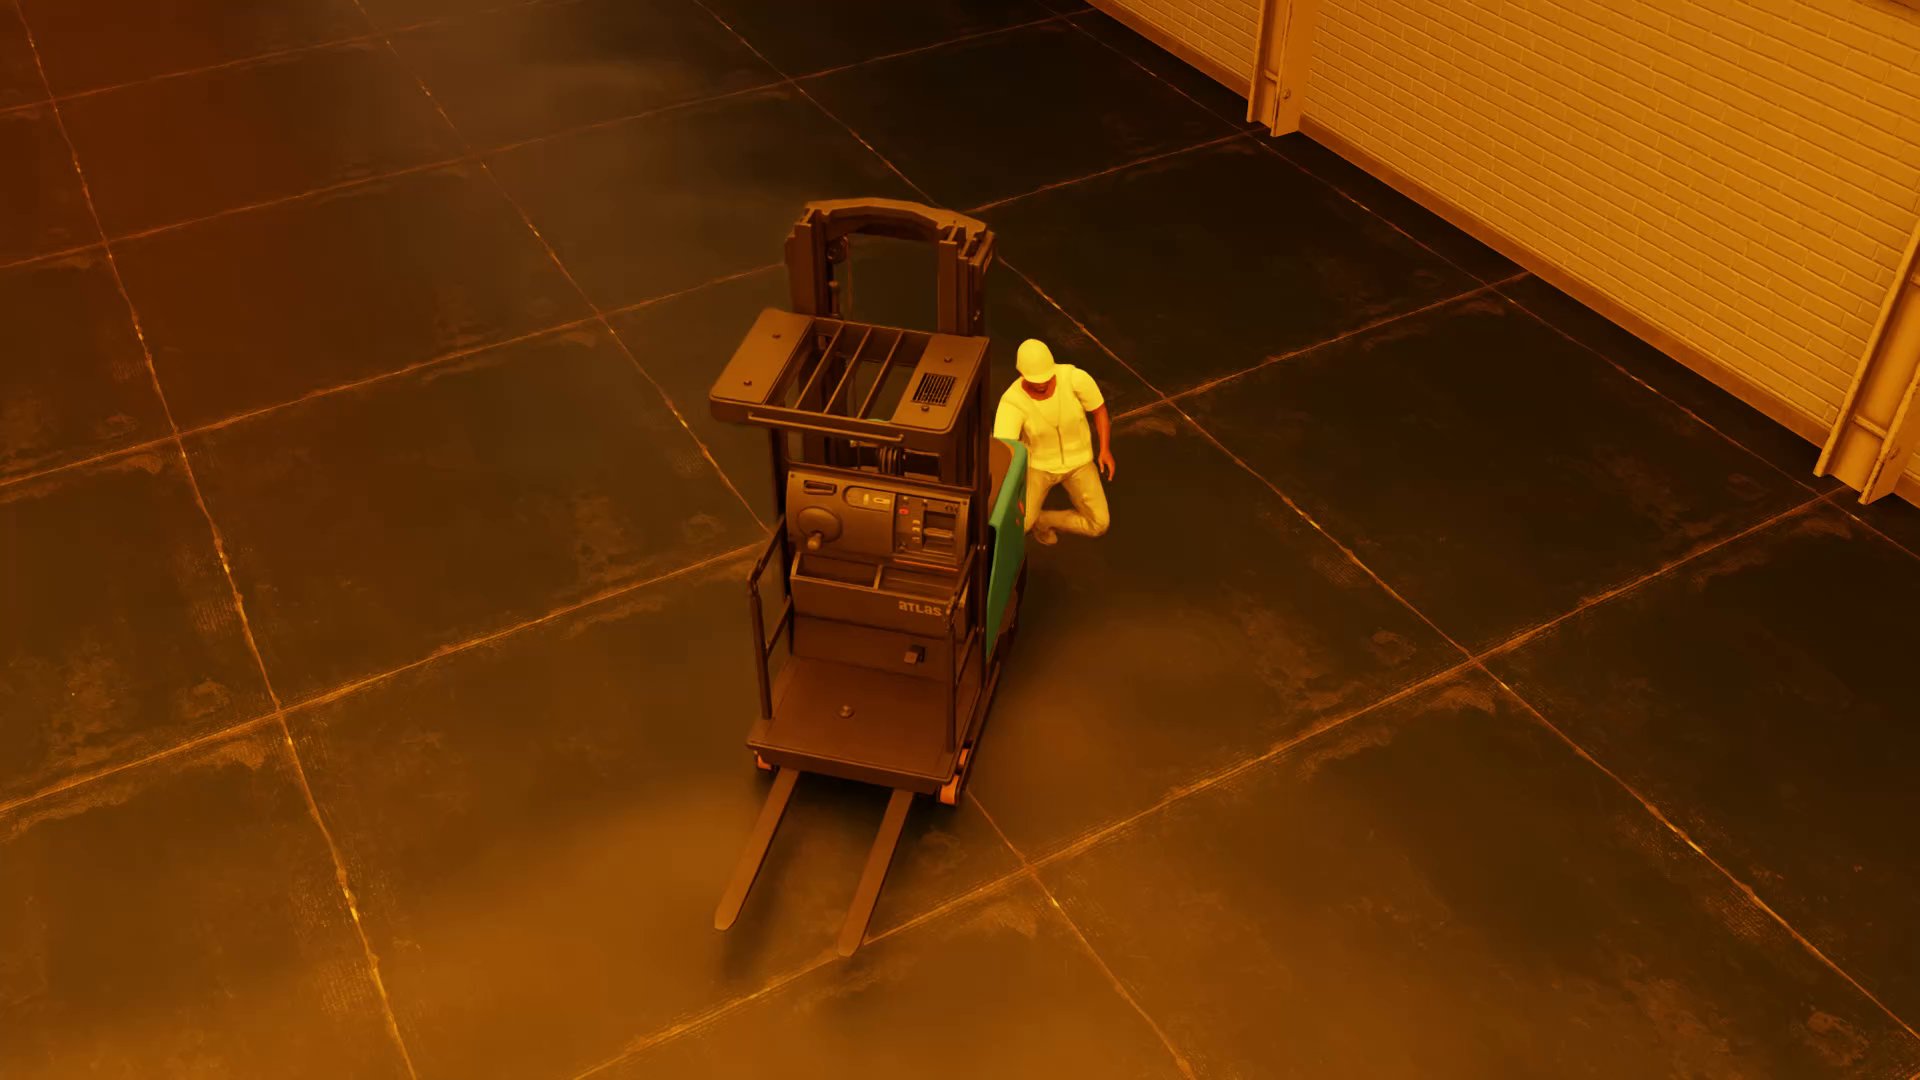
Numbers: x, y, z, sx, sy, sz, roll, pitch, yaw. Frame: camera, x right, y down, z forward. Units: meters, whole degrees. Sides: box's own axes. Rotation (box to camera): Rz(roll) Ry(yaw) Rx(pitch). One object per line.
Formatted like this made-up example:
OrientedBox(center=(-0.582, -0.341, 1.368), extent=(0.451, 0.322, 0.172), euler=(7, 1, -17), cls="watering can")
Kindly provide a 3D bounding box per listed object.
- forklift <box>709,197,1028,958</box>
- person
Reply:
OrientedBox(center=(-0.460, -0.023, 8.063), extent=(1.130, 2.935, 3.031), euler=(9, 41, 11), cls="forklift")
OrientedBox(center=(0.506, -0.362, 9.517), extent=(0.796, 1.614, 0.745), euler=(-8, 40, -9), cls="person")
